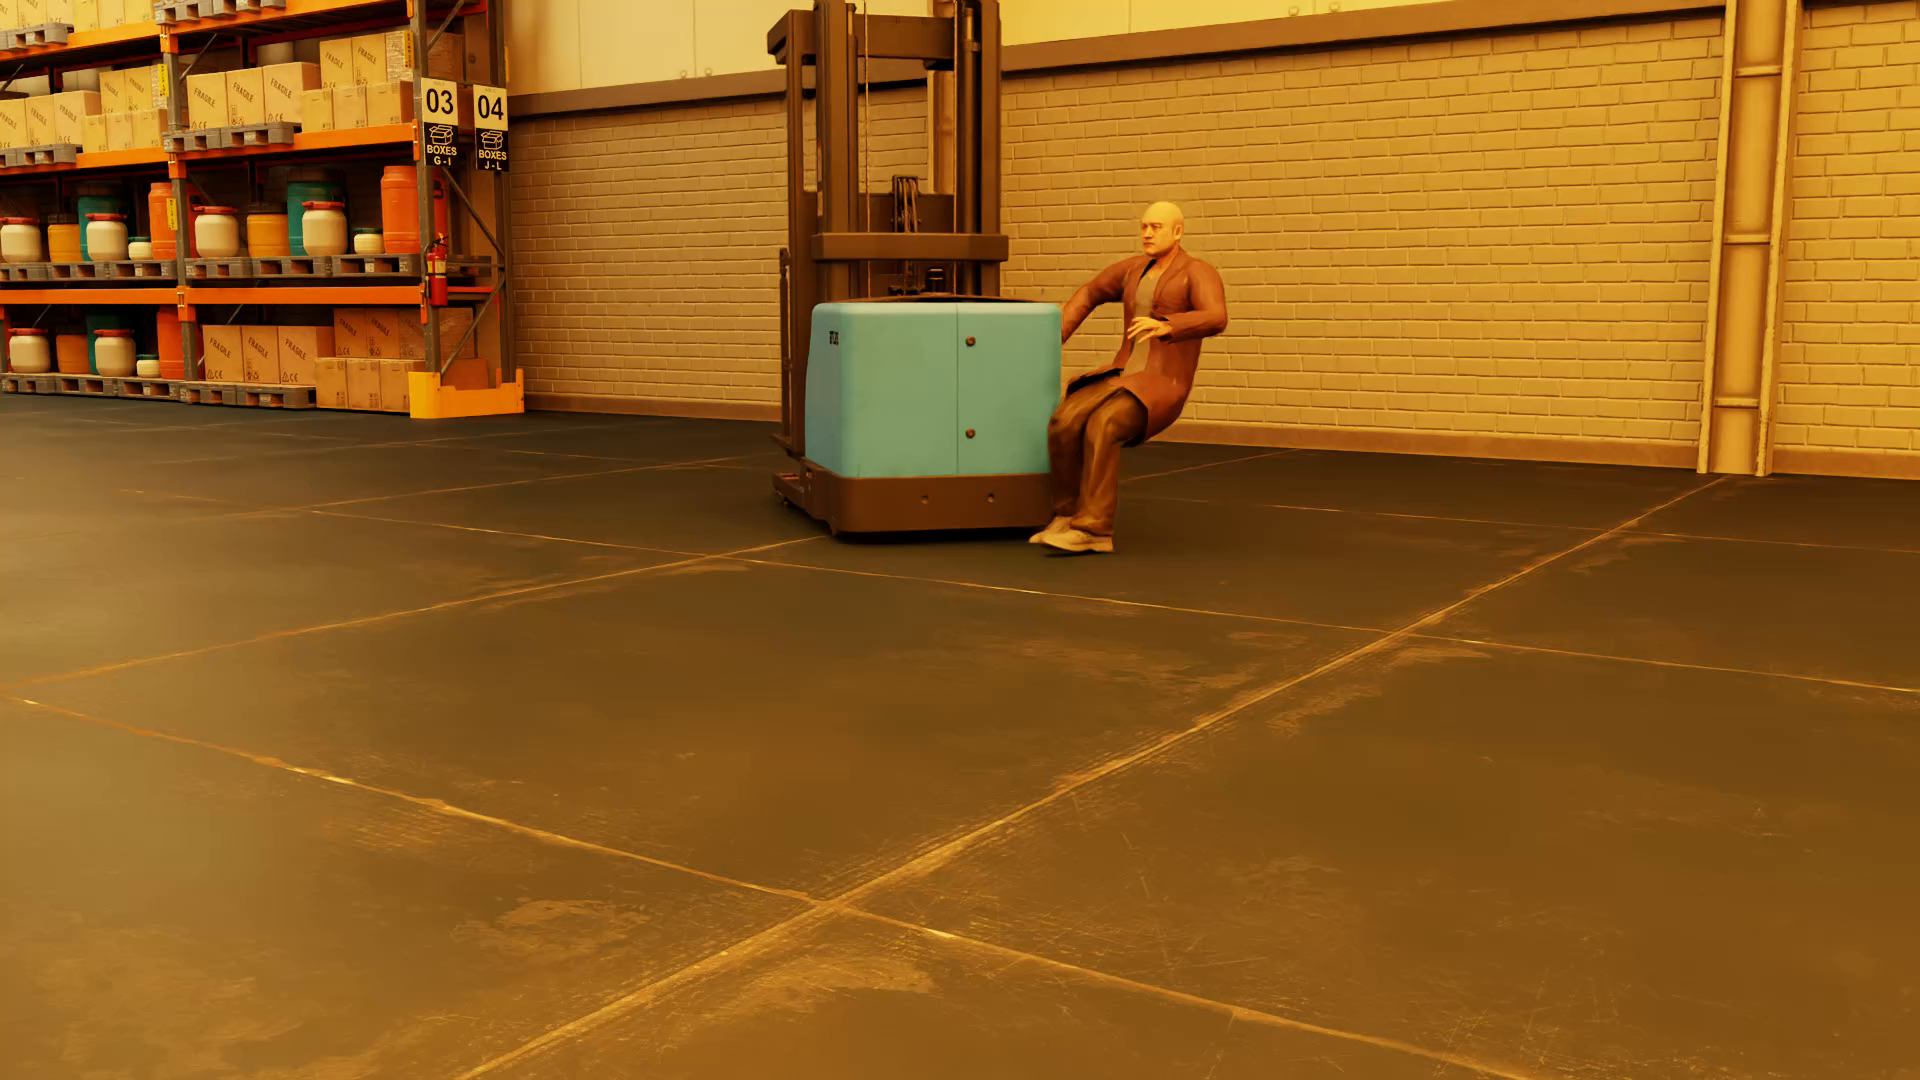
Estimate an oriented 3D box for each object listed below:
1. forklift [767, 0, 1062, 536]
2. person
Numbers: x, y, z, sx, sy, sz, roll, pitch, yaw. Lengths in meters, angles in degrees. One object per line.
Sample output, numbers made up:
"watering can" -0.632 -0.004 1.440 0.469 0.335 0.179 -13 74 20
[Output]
"forklift" -0.393 -1.635 8.690 1.130 2.935 3.031 -2 8 -15
"person" 0.680 -0.708 7.297 0.944 1.545 0.901 7 10 39
